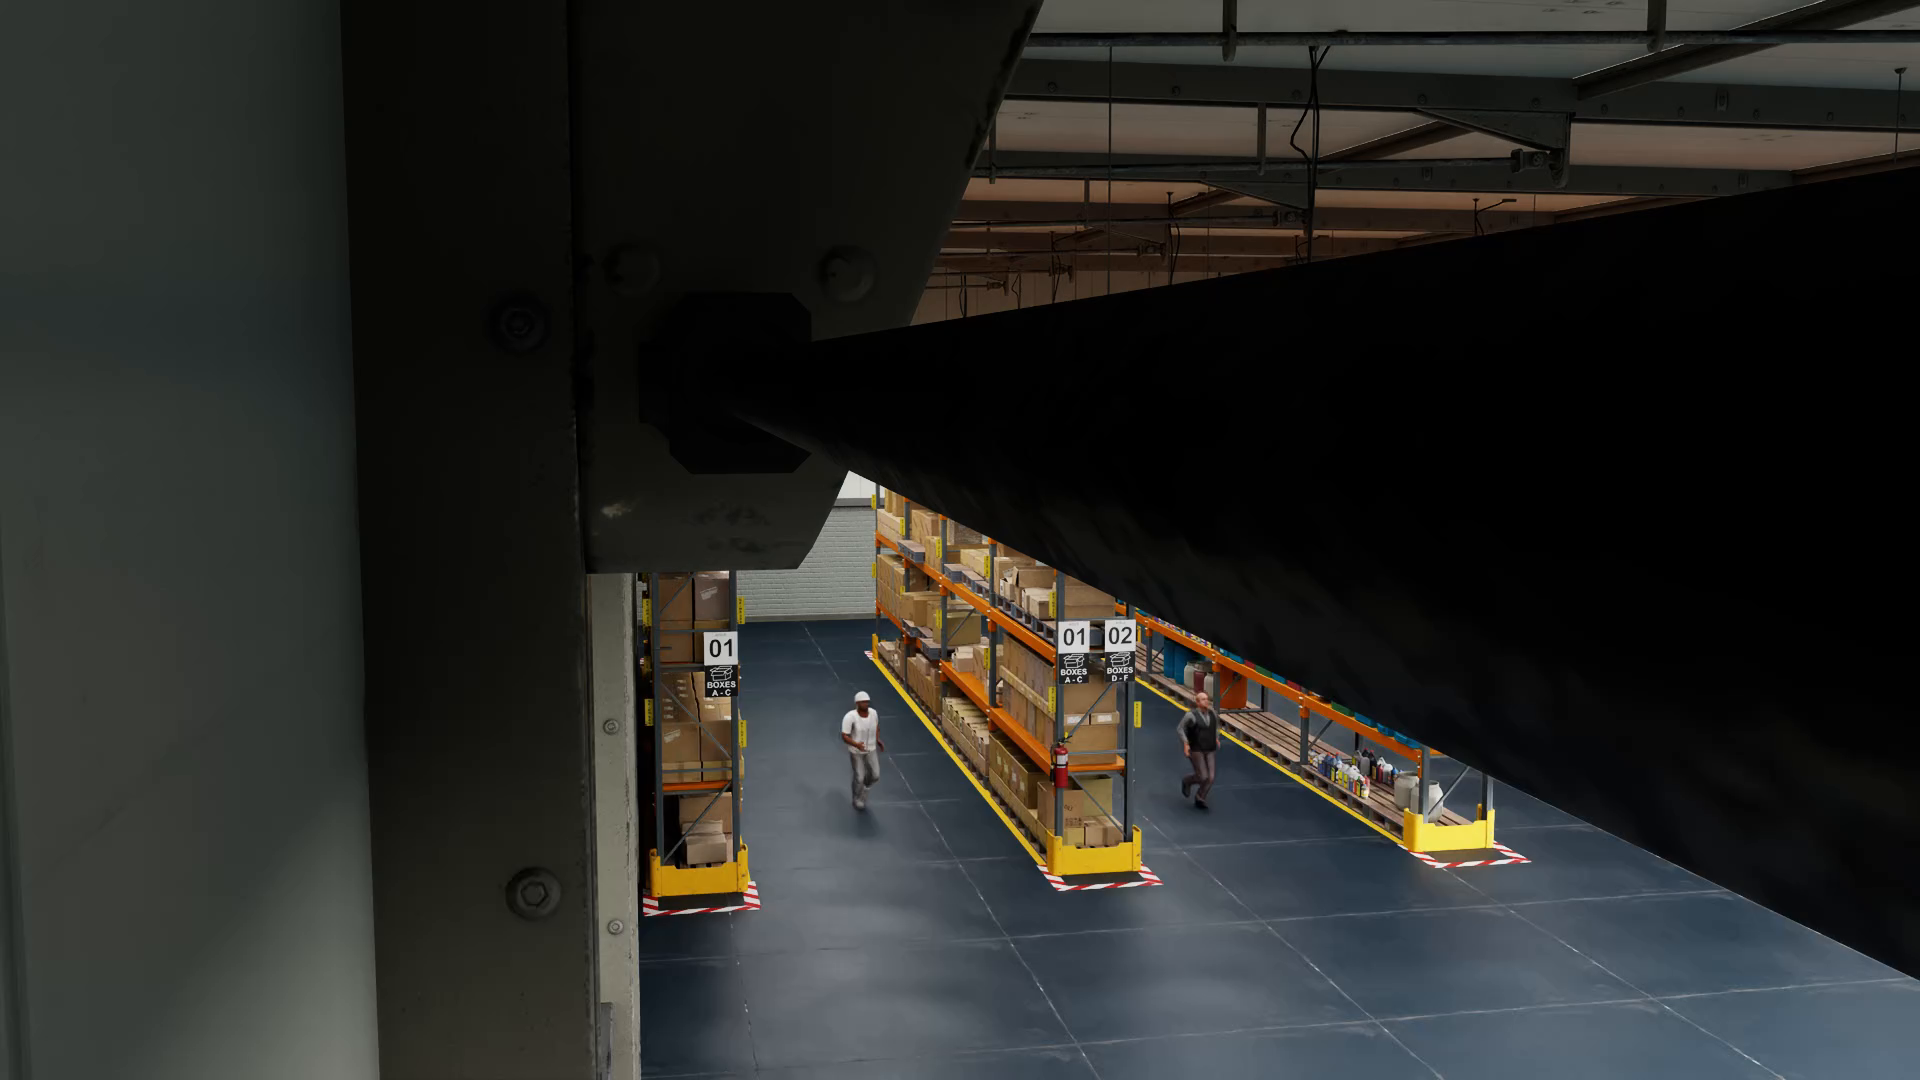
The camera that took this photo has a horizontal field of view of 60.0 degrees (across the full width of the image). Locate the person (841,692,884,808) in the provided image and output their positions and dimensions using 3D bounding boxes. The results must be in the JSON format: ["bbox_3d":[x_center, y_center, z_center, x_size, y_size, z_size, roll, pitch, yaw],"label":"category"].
[{"bbox_3d":[-1.368,3.022,23.885,0.688,1.714,0.639,-4,7,-31],"label":"person"}]

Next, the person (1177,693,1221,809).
[{"bbox_3d":[3.496,3.041,24.045,0.671,1.675,0.584,-3,6,-23],"label":"person"}]
